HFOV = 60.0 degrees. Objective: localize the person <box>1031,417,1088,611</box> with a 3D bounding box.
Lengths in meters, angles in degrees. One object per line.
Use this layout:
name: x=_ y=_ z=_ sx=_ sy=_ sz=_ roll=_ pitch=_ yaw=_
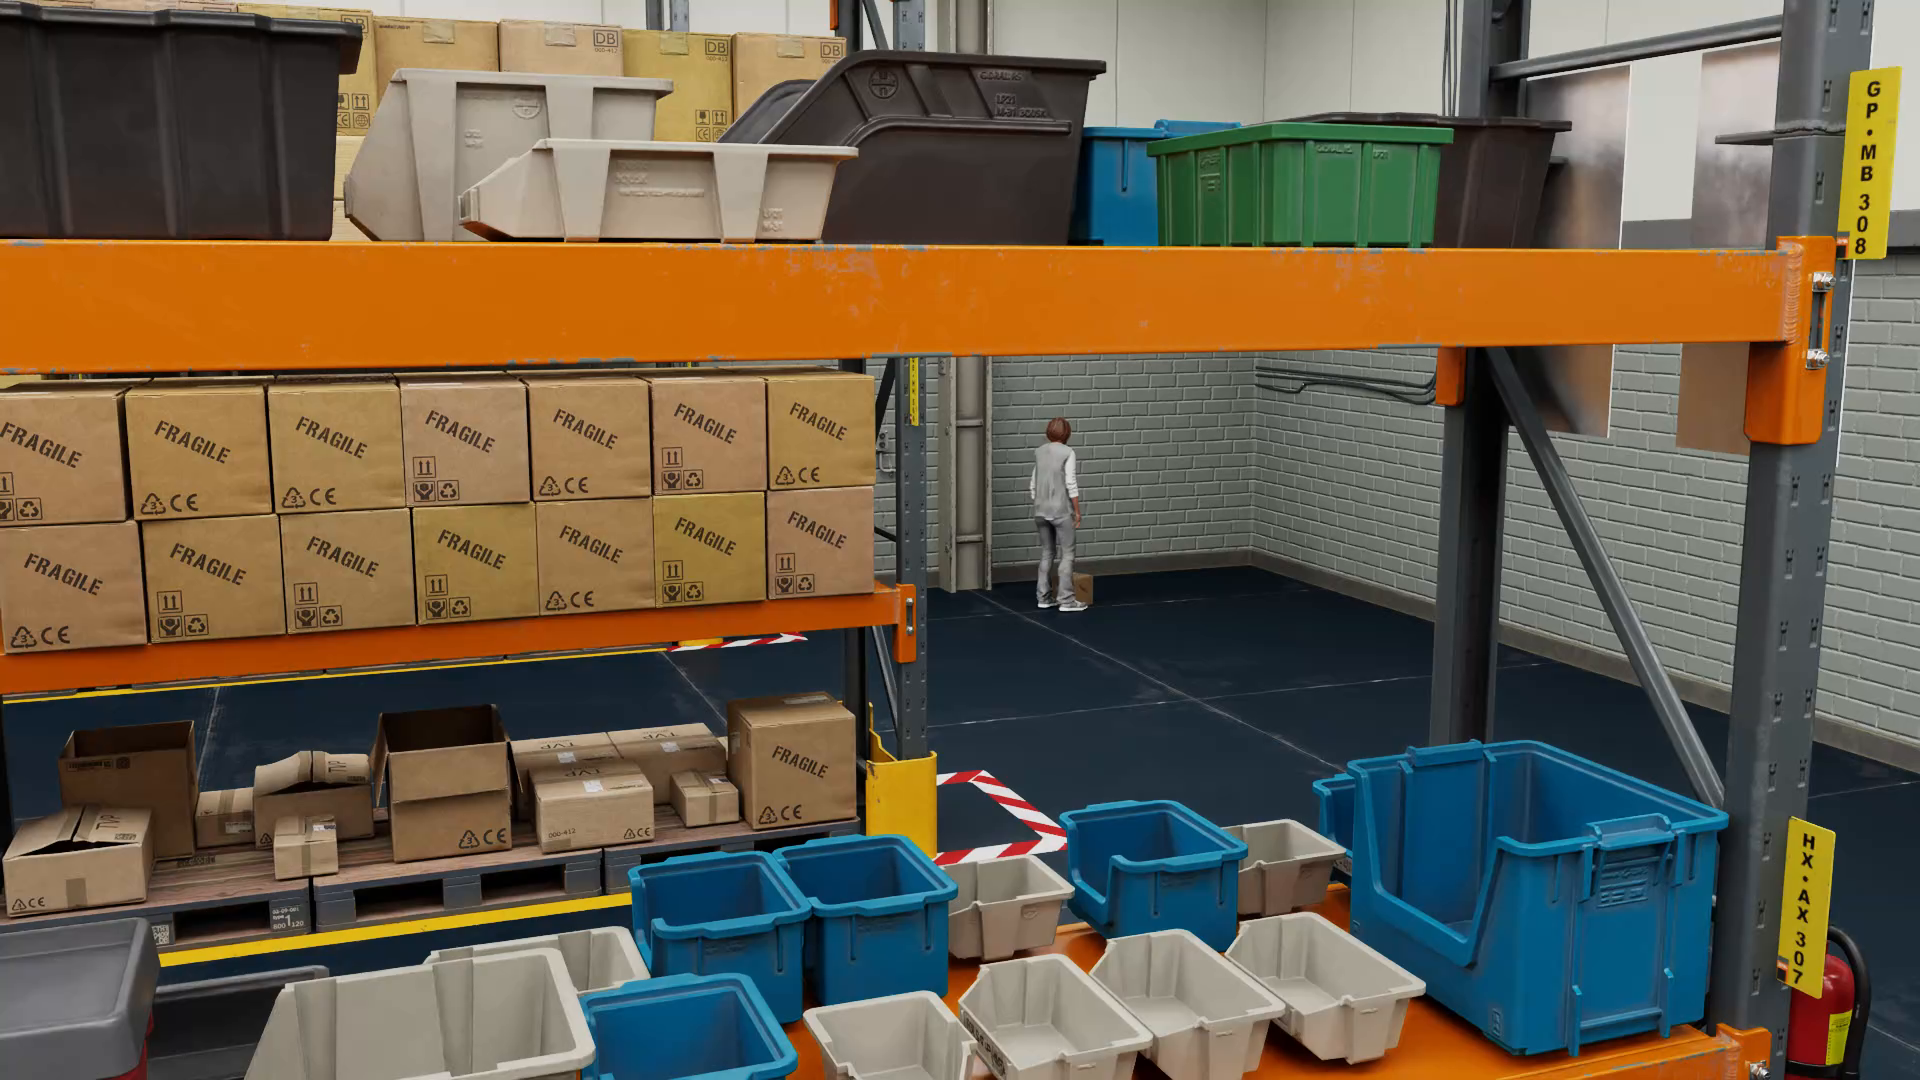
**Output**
person: x=0.798 y=-0.214 z=13.731 sx=0.483 sy=1.594 sz=0.342 roll=8 pitch=12 yaw=40
